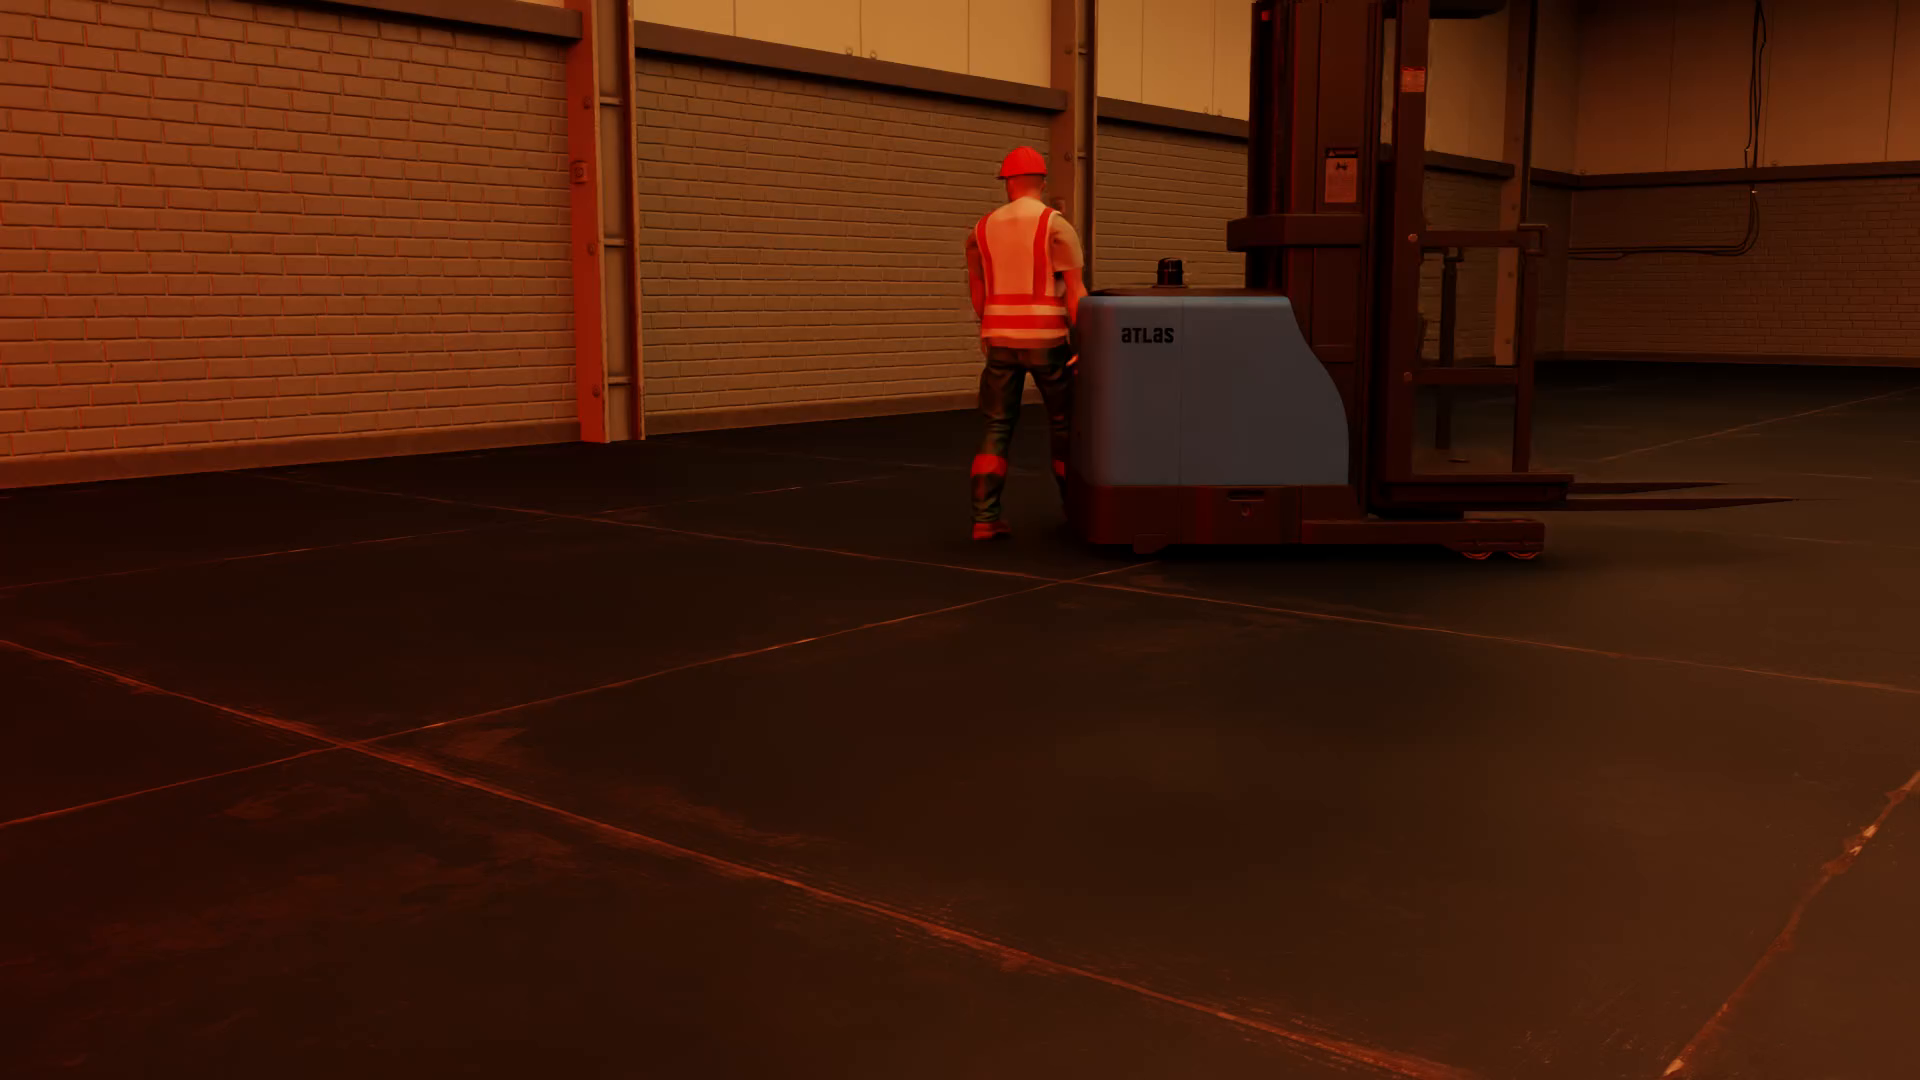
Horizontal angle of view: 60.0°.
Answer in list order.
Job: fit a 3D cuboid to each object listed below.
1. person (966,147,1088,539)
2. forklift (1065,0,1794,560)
[{"bbox_3d":[0.374,-0.913,7.634,0.730,1.734,0.904,4,9,26],"label":"person"},{"bbox_3d":[2.019,-1.444,7.151,3.031,2.935,1.130,0,8,-2],"label":"forklift"}]
